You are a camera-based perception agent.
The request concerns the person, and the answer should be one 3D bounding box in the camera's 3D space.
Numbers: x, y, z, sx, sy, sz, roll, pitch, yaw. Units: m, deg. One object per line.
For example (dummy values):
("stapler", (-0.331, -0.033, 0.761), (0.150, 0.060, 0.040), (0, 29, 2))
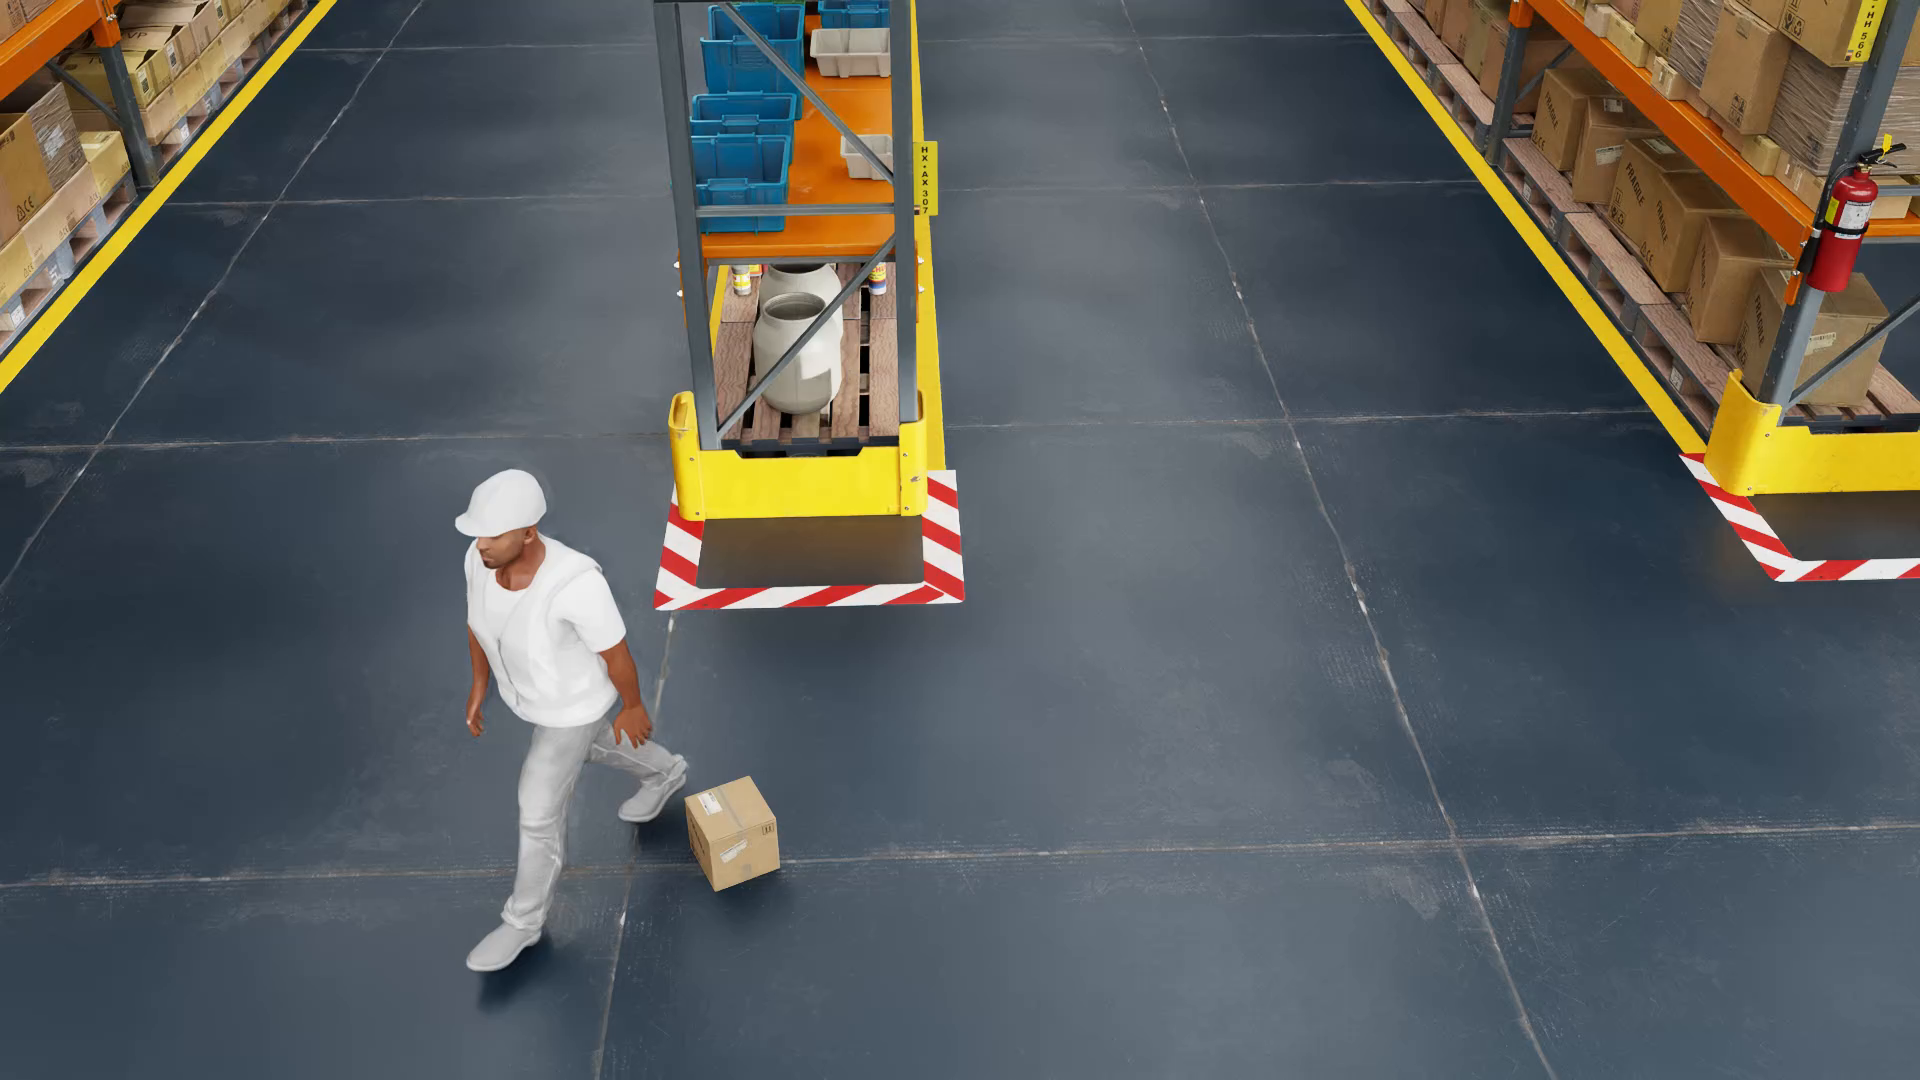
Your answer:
("person", (-1.351, 0.502, 5.429), (0.570, 1.716, 1.082), (26, 43, 32))
